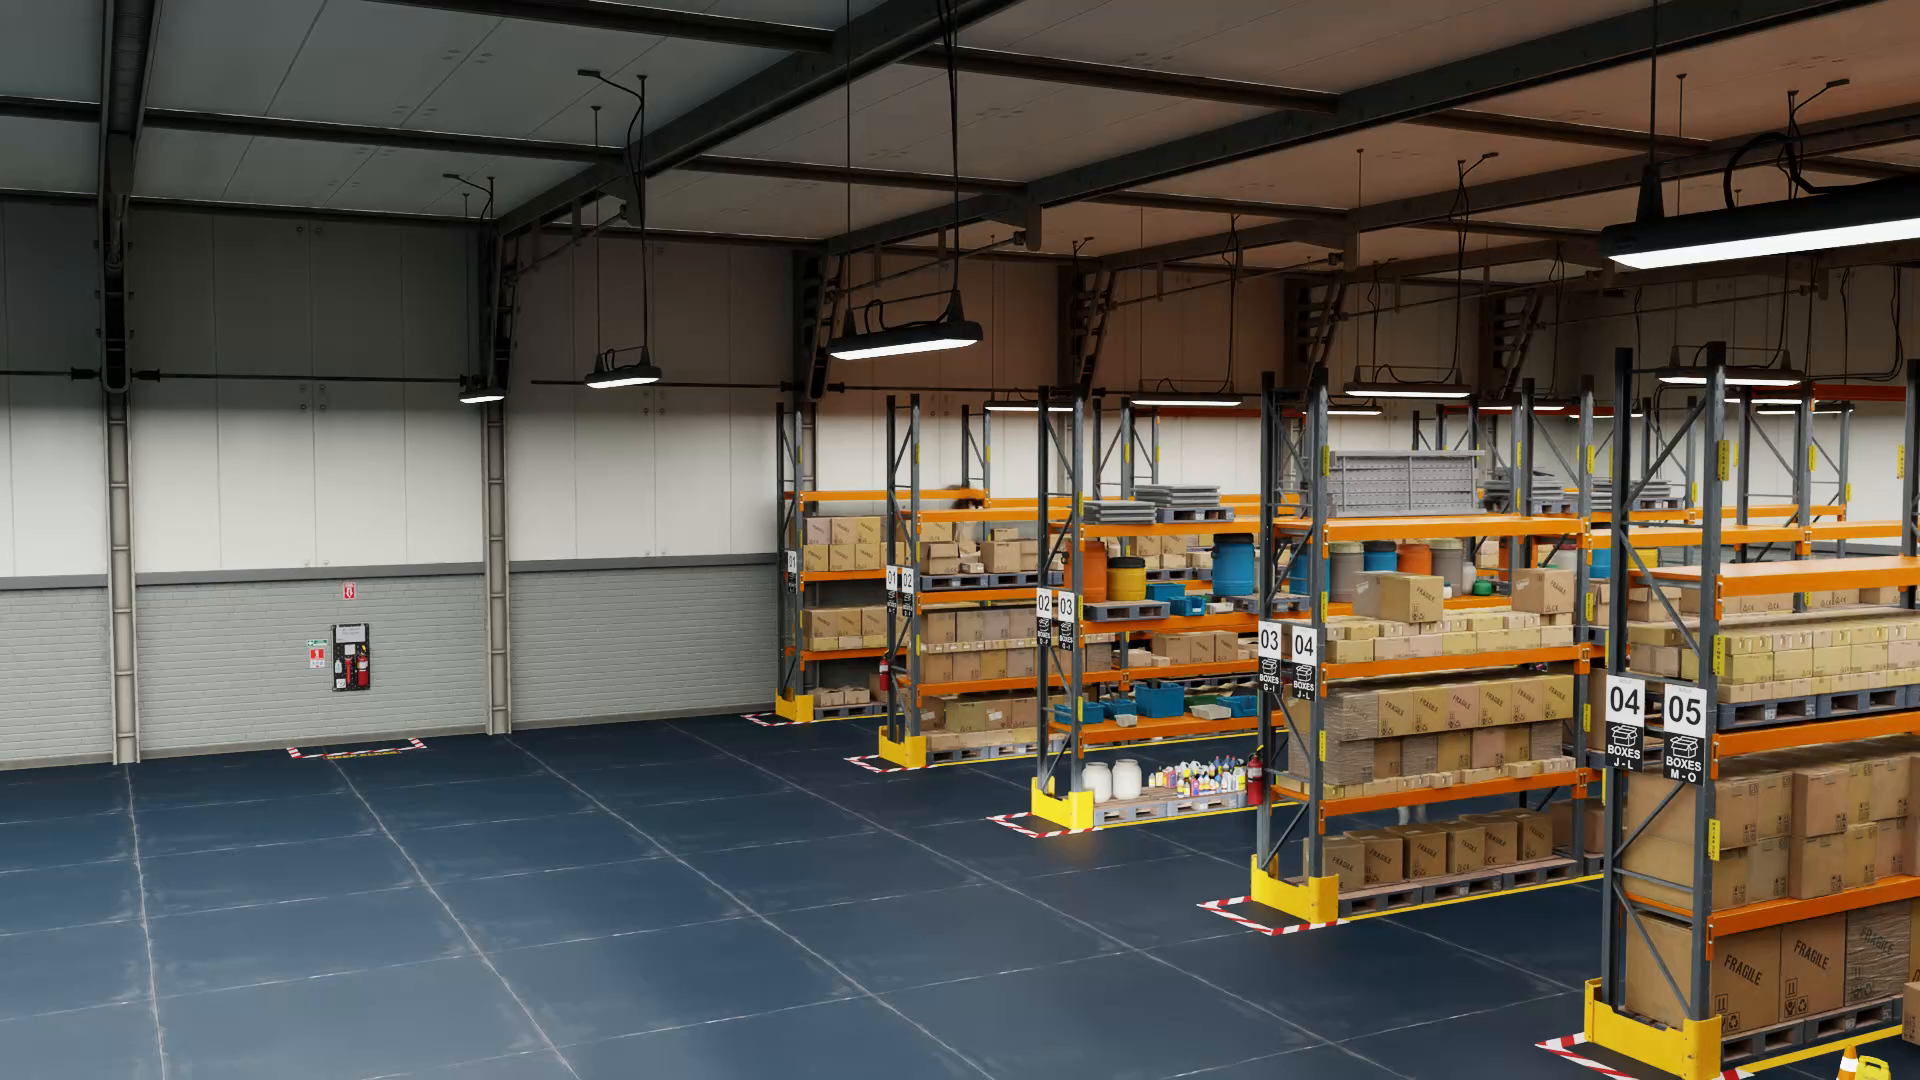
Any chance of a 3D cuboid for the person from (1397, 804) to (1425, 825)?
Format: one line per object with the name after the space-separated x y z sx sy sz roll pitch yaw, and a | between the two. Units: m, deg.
5.874 3.099 21.716 0.515 1.669 0.506 -1 3 -13 | person
